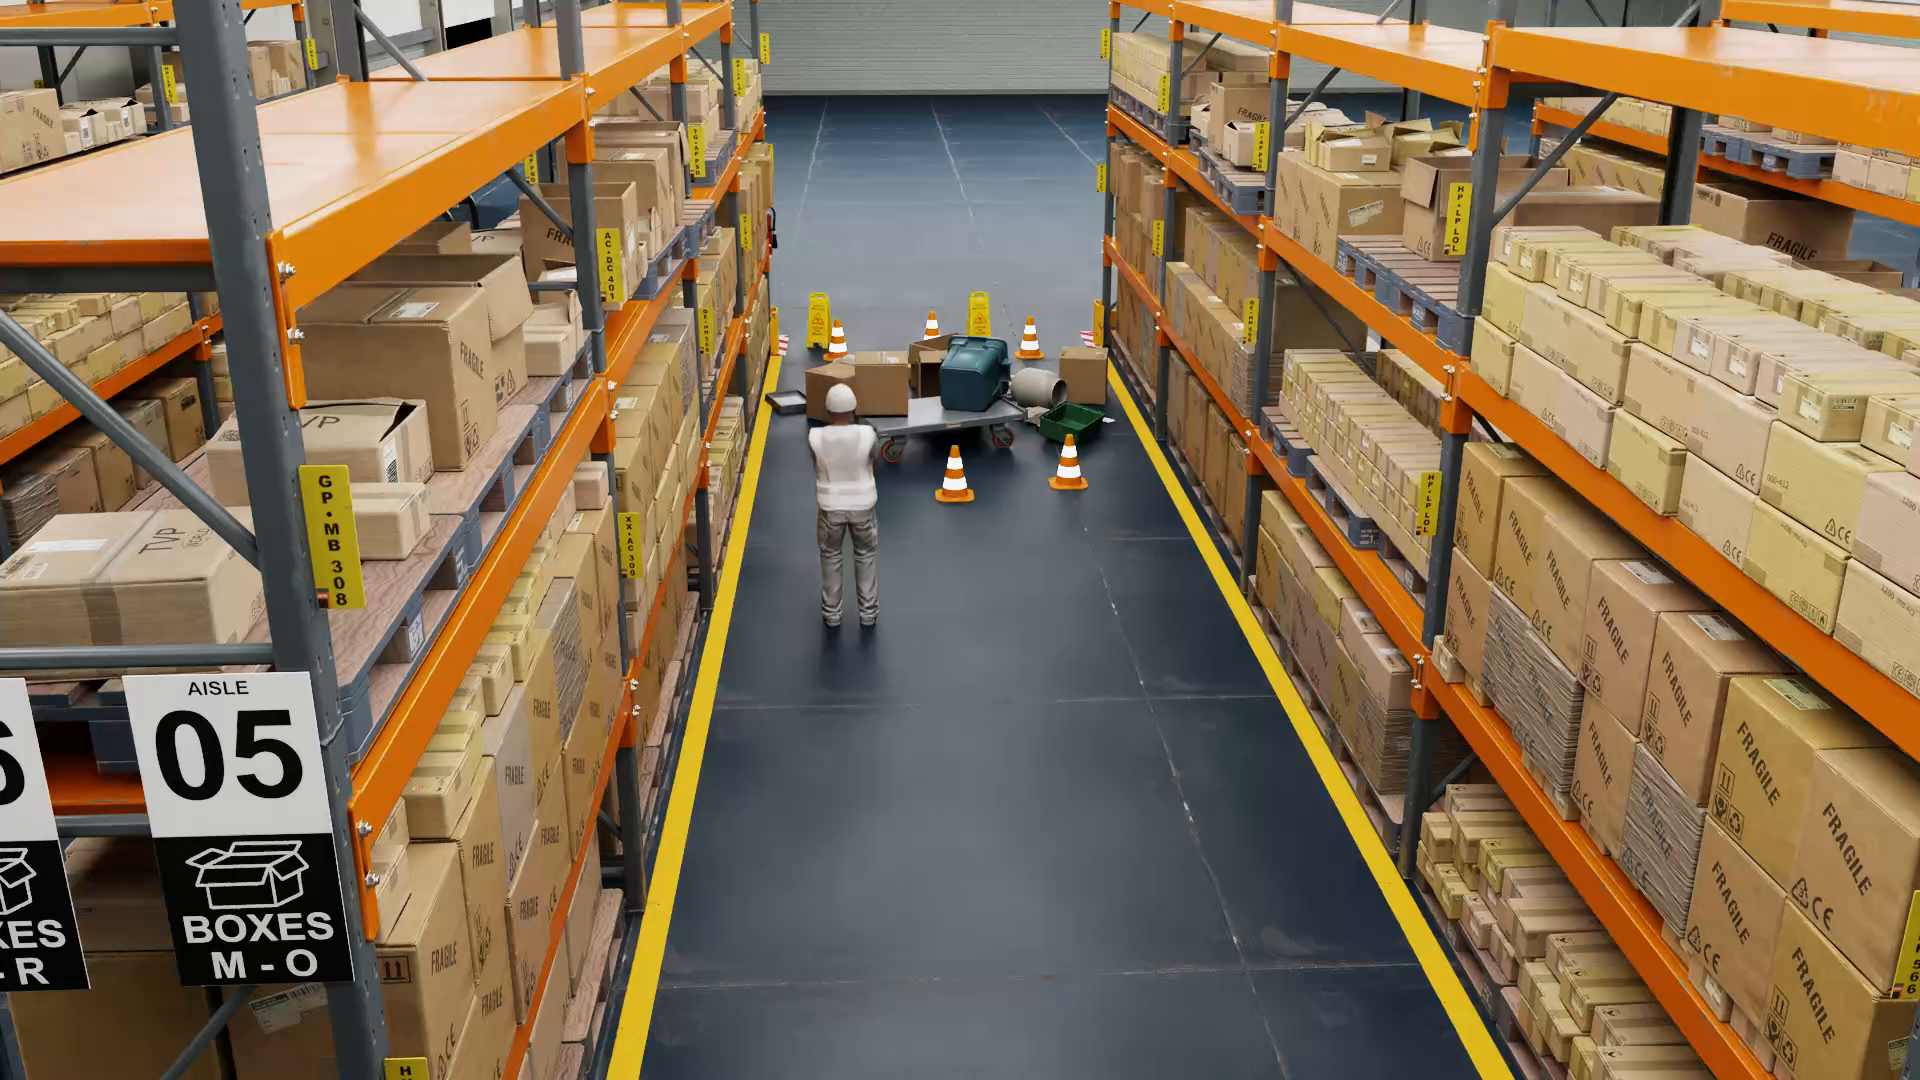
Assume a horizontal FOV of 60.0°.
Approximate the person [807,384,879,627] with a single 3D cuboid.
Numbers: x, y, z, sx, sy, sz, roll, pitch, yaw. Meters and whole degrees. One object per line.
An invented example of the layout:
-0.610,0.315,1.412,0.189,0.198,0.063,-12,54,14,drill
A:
-0.816,-0.281,11.817,0.488,1.778,0.583,-1,20,-2,person
